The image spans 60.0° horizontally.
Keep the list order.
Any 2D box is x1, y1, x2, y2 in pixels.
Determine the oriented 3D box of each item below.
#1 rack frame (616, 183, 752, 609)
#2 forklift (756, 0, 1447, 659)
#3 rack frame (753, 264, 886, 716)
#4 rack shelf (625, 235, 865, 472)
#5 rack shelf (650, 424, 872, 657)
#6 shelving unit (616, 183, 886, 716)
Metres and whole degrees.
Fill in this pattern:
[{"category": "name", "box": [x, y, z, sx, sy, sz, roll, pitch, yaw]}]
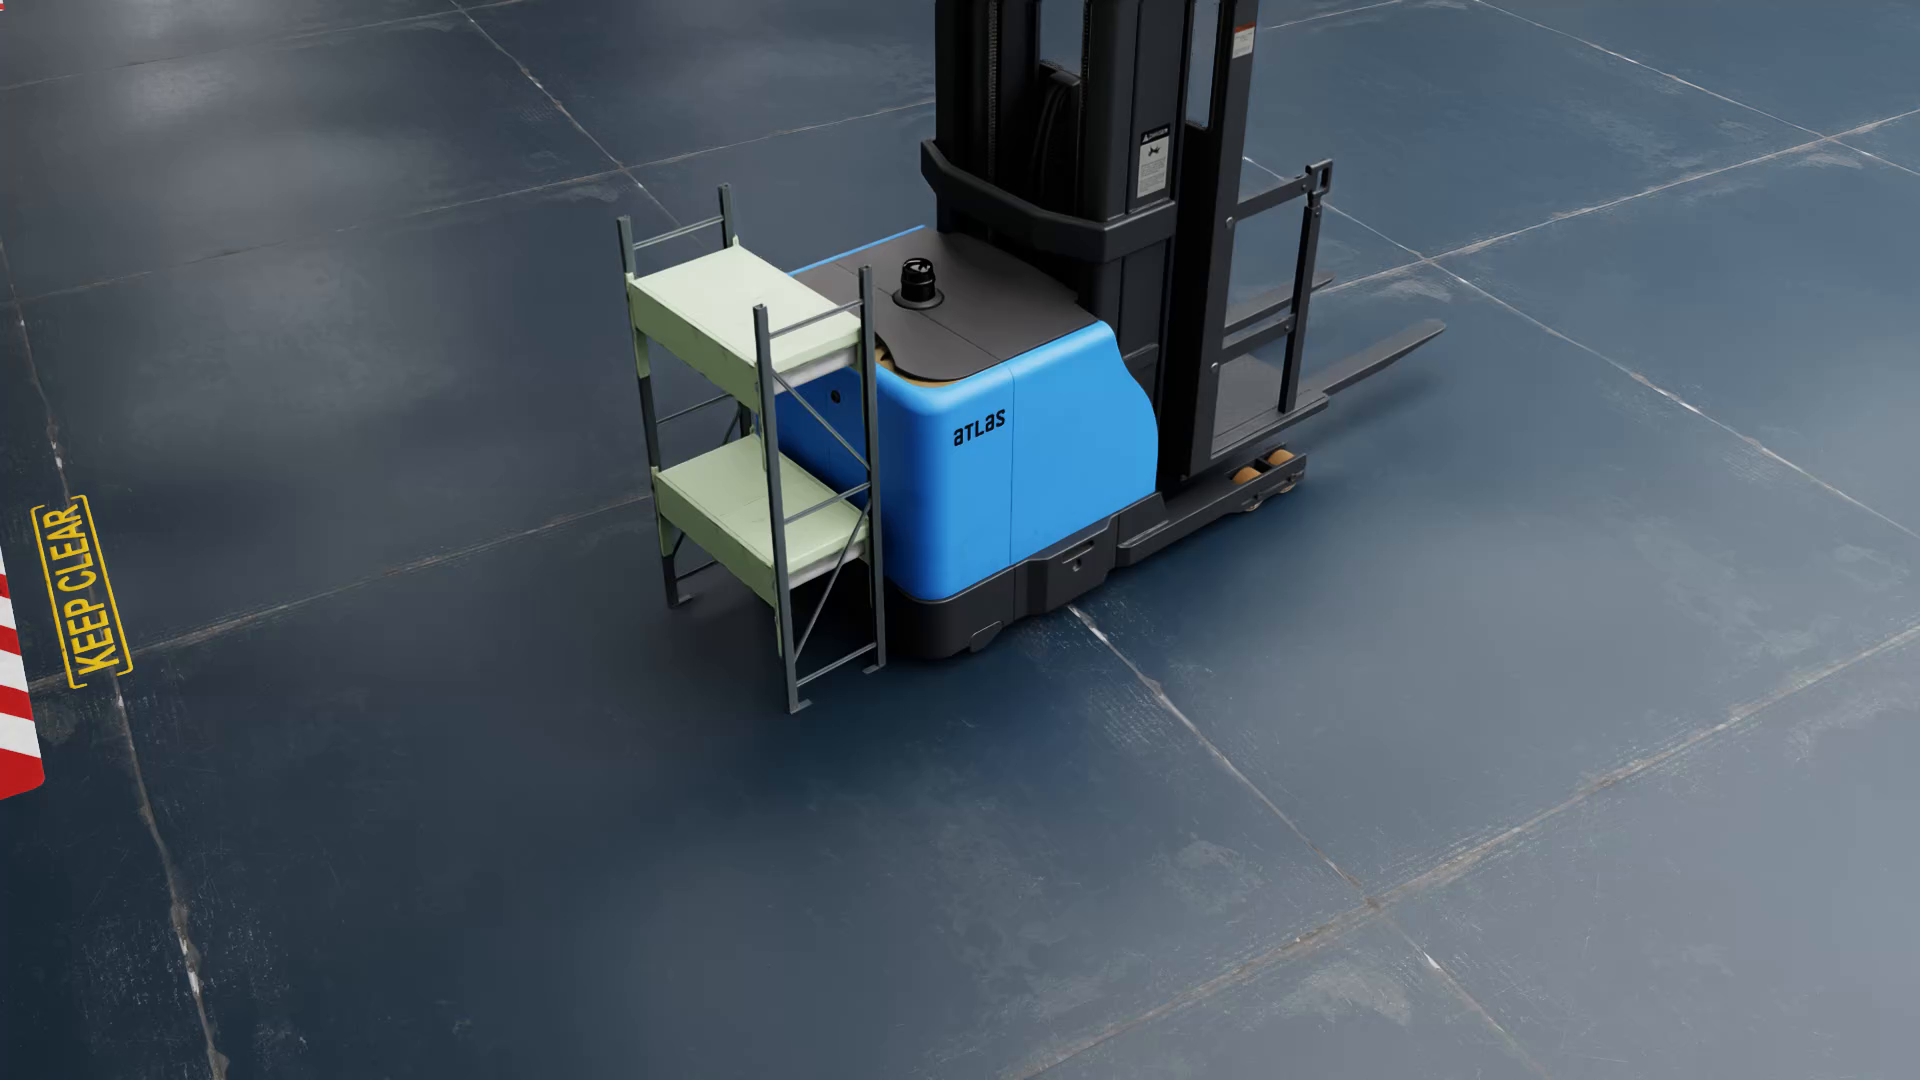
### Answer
[{"category": "rack frame", "box": [-0.882, -0.441, 5.581, 0.400, 1.500, 0.023, -26, 44, -31]}, {"category": "forklift", "box": [0.719, -1.509, 5.831, 3.031, 2.935, 1.130, -26, 44, -31]}, {"category": "rack frame", "box": [-0.412, -0.110, 5.128, 0.400, 1.500, 0.023, -26, 44, -31]}, {"category": "rack shelf", "box": [-0.647, -0.590, 5.124, 0.431, 0.370, 0.720, -26, 44, -31]}, {"category": "rack shelf", "box": [-0.647, -0.012, 5.547, 0.431, 0.370, 0.720, -26, 44, -31]}, {"category": "shelving unit", "box": [-0.647, -0.275, 5.355, 0.431, 1.500, 0.755, -26, 44, -31]}]
